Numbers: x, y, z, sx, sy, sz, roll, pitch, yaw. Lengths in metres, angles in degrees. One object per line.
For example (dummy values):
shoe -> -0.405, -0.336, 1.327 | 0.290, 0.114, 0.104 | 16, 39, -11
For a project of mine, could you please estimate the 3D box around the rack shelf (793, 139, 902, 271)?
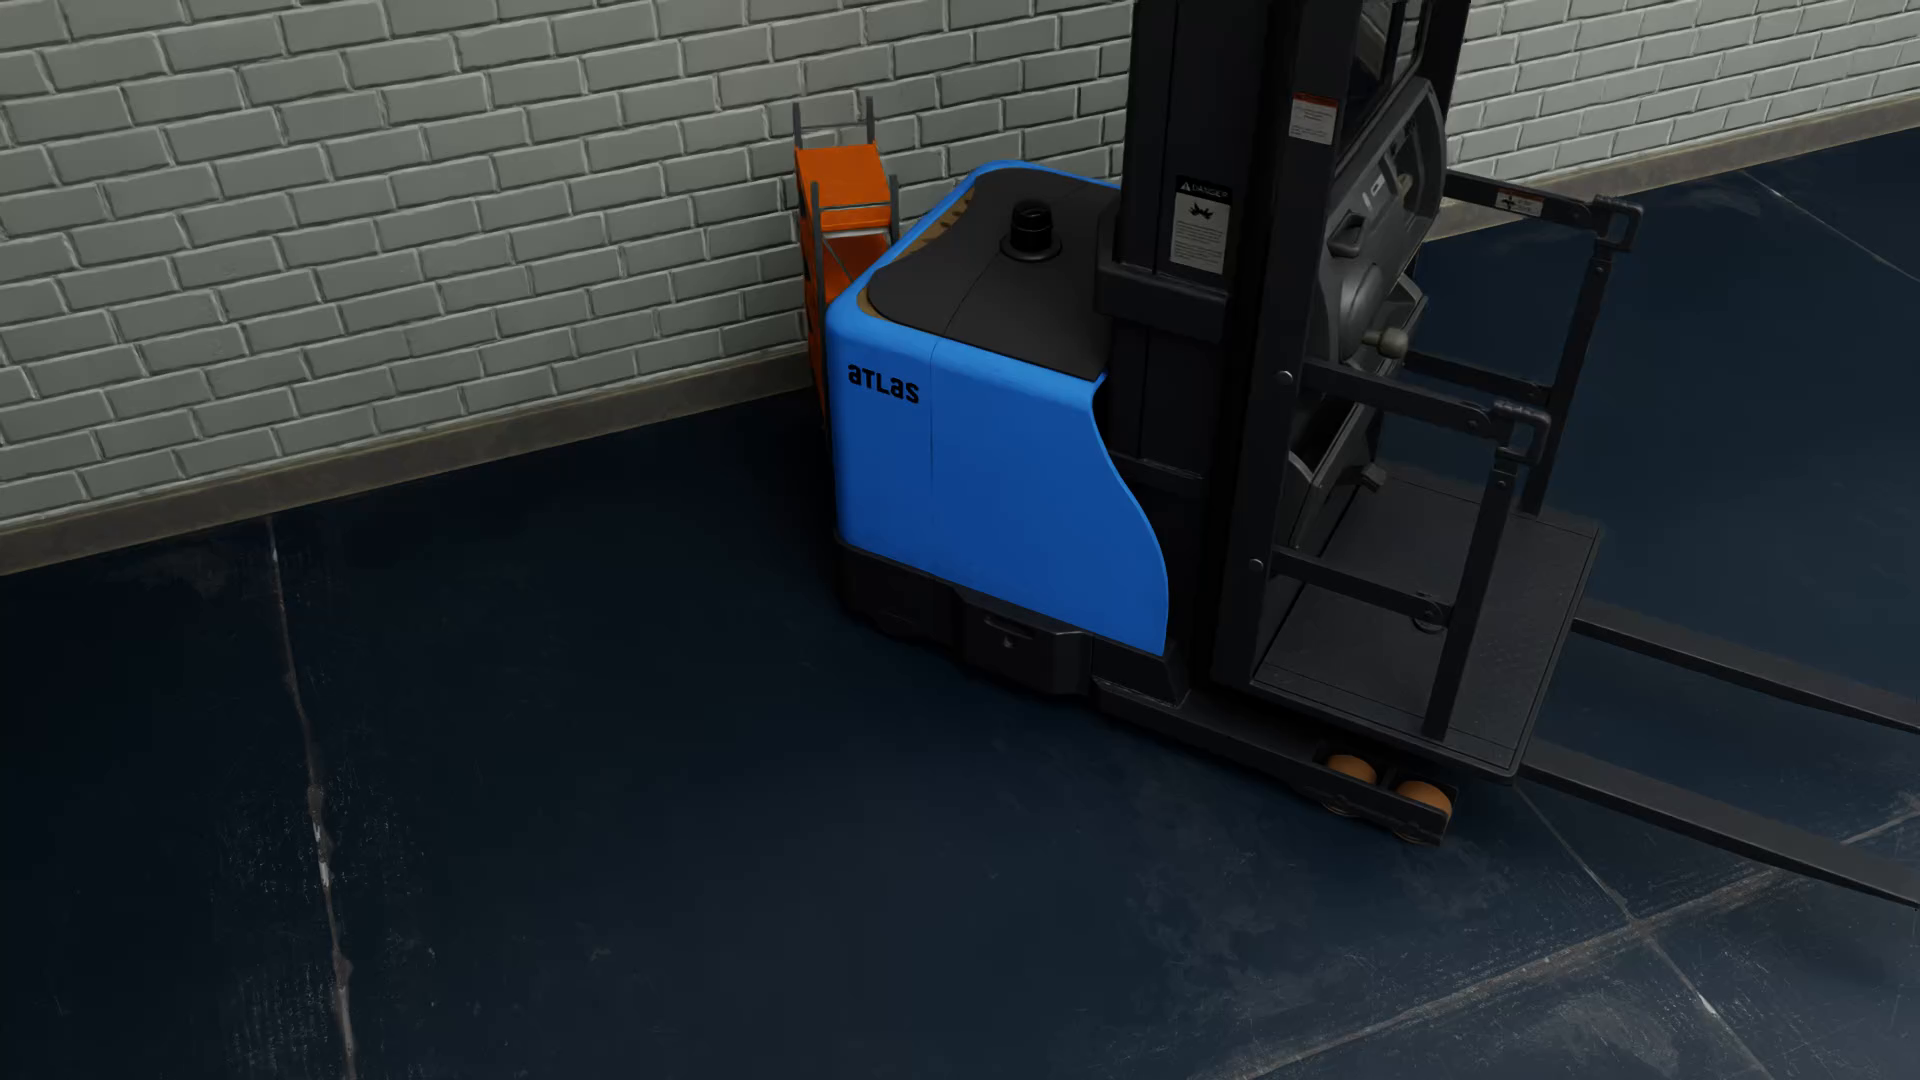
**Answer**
rack shelf -> -0.334, -0.989, 4.877 | 0.258, 0.148, 0.480 | -7, 41, -8

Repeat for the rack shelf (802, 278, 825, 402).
rack shelf -> -0.334, -0.640, 5.177 | 0.258, 0.148, 0.480 | -7, 41, -8

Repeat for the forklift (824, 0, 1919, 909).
forklift -> 1.176, -0.720, 3.839 | 3.031, 2.935, 1.130 | 19, 44, 21

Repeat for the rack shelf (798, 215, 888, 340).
rack shelf -> -0.334, -0.809, 5.031 | 0.258, 0.148, 0.480 | -7, 41, -8

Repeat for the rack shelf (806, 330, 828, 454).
rack shelf -> -0.334, -0.489, 5.306 | 0.258, 0.148, 0.480 | -7, 41, -8

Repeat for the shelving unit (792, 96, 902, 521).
shelving unit -> -0.334, -0.691, 5.133 | 0.258, 1.200, 0.503 | -7, 41, -8

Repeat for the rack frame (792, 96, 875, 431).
rack frame -> -0.377, -0.847, 5.315 | 0.240, 1.200, 0.015 | -7, 41, -8

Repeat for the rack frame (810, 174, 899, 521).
rack frame -> -0.291, -0.534, 4.951 | 0.240, 1.200, 0.015 | -7, 41, -8
